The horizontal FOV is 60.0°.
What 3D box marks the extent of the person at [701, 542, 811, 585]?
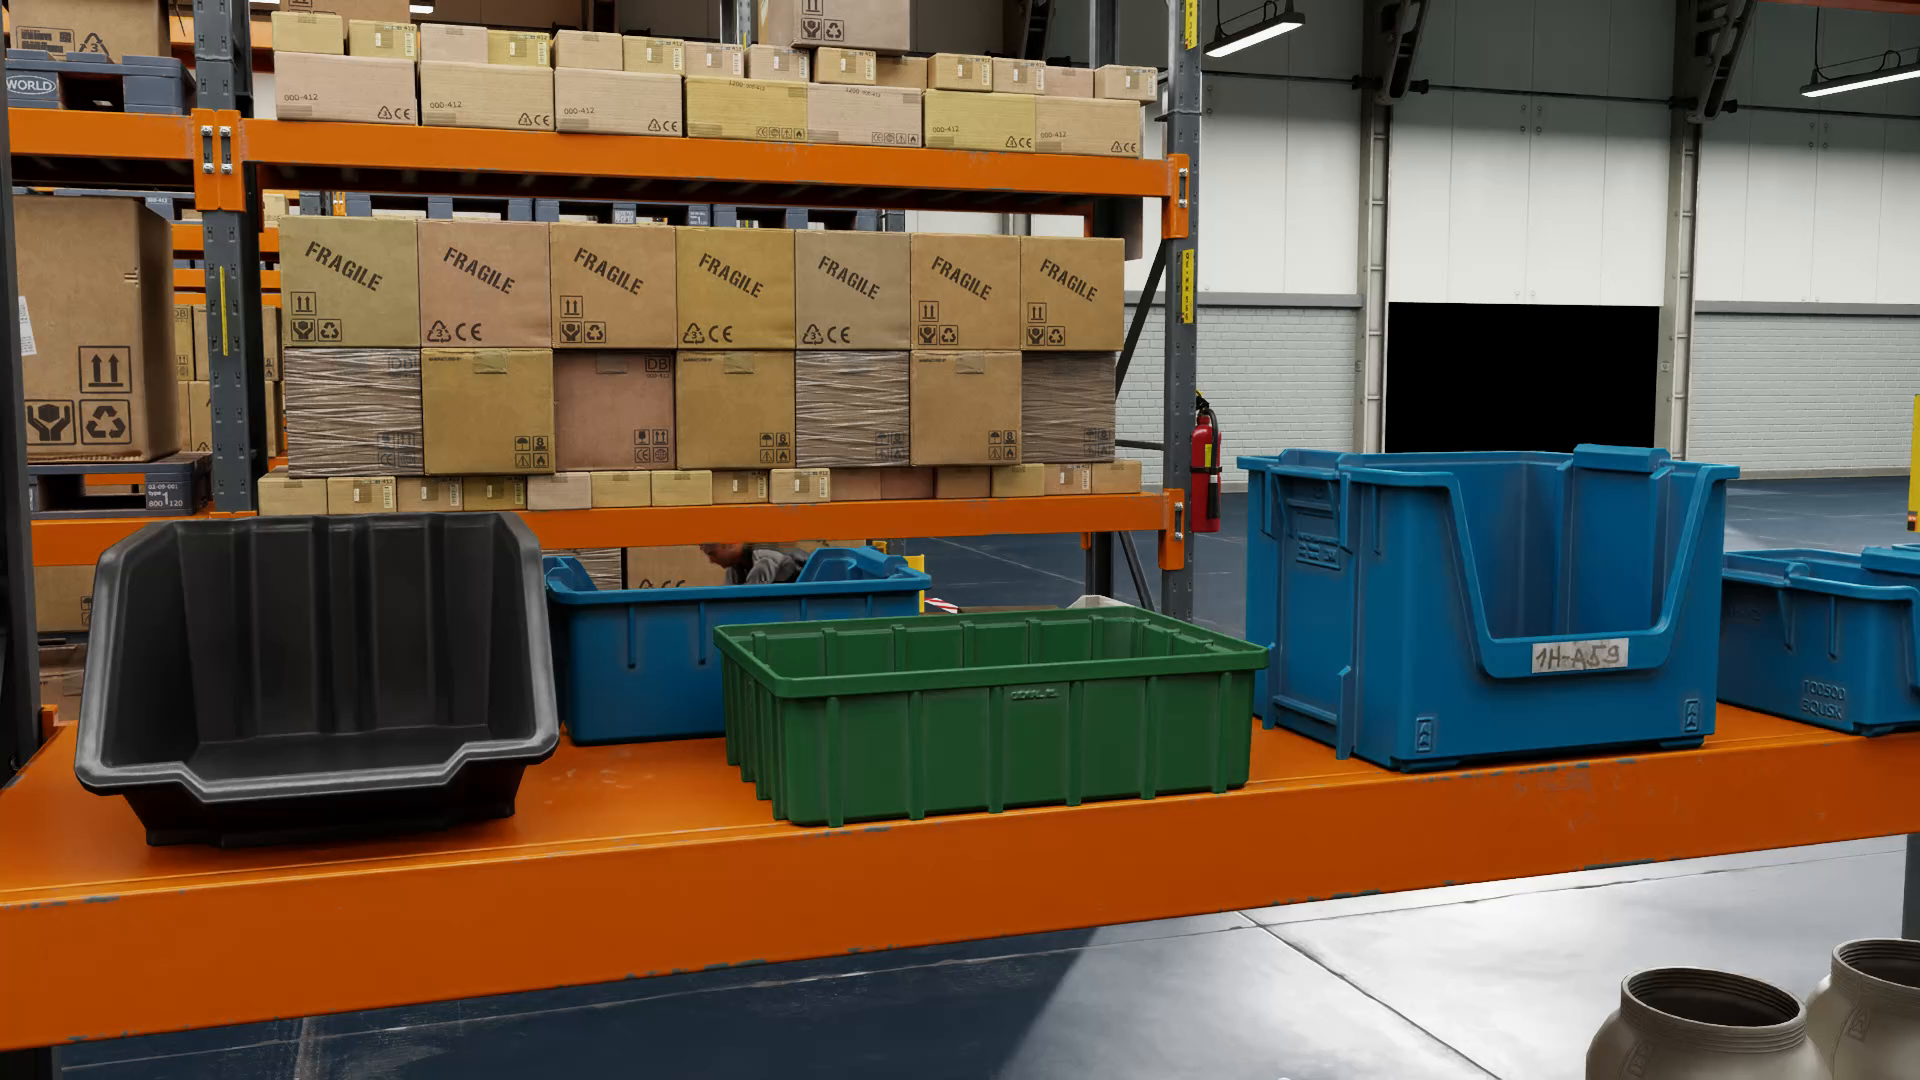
[{"bbox_3d":[-1.097,0.394,9.610,0.863,1.009,0.548,-2,6,-19],"label":"person"}]
